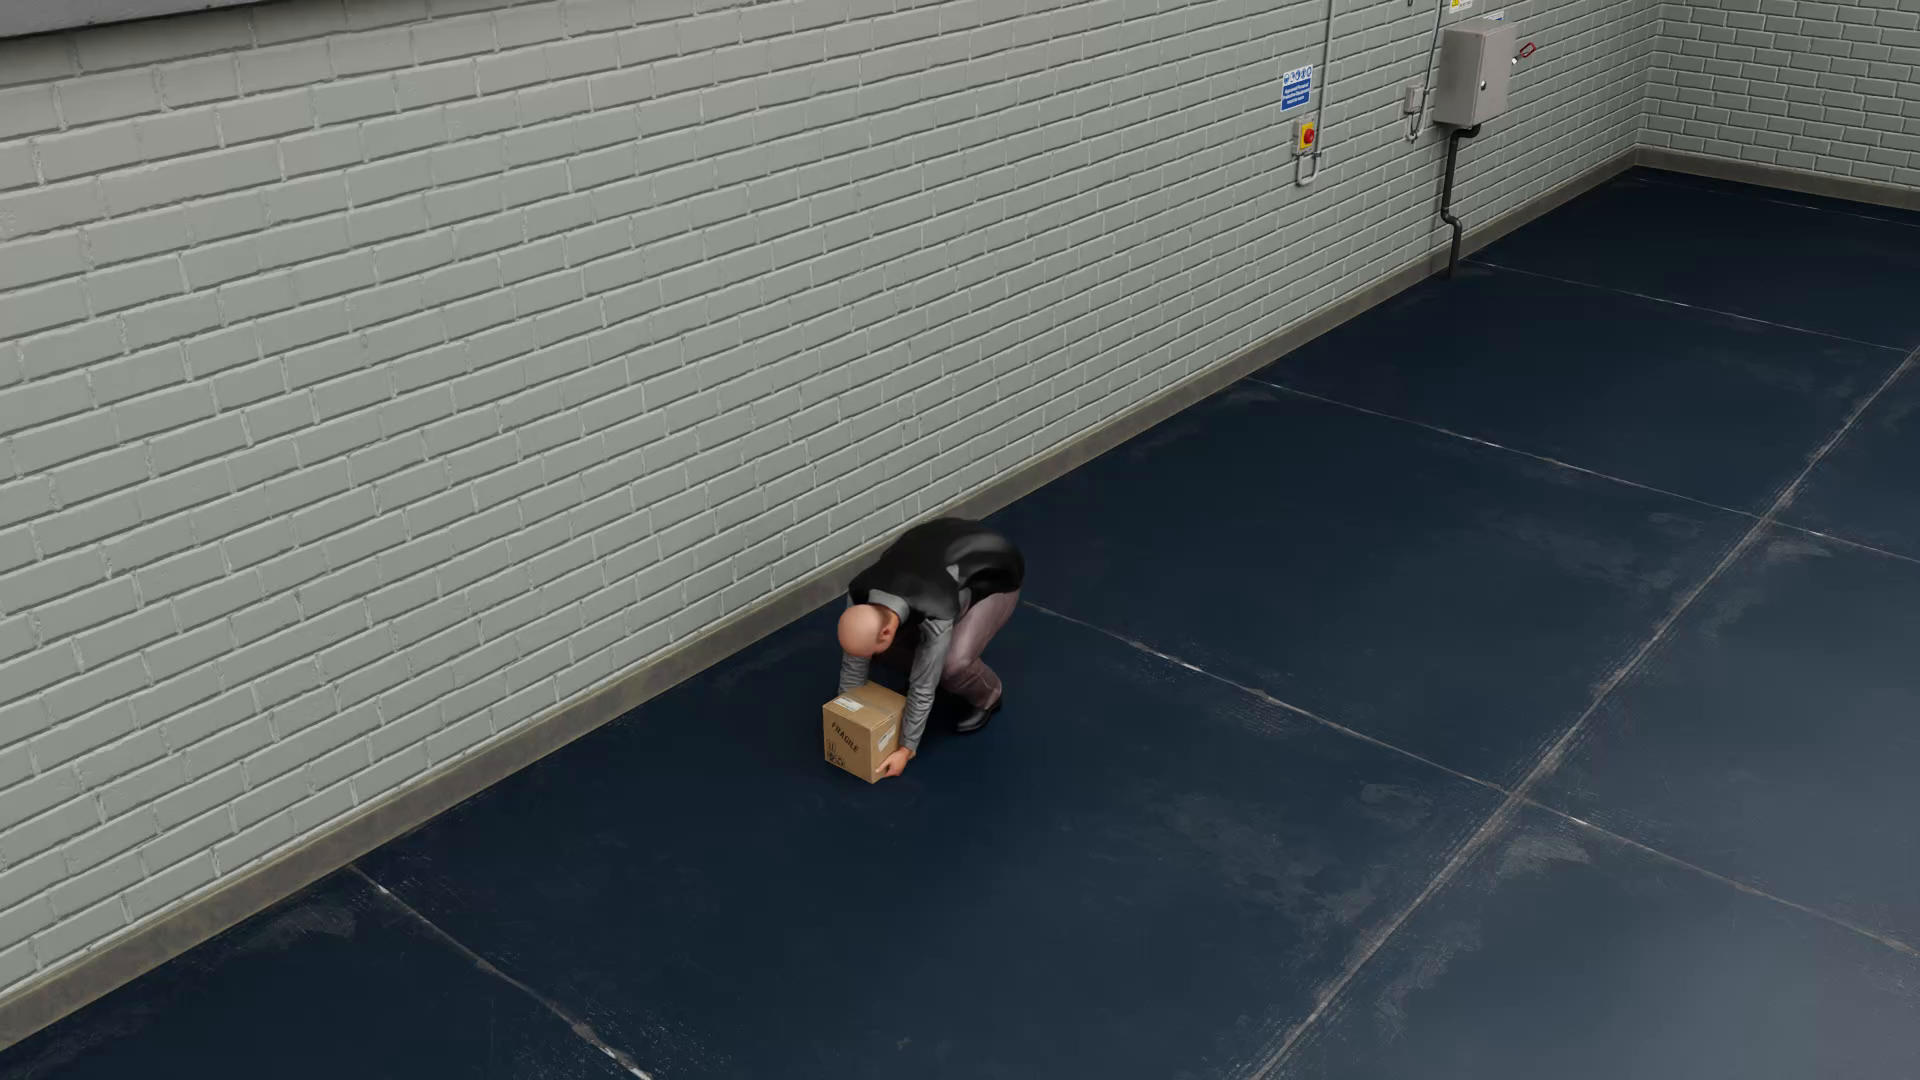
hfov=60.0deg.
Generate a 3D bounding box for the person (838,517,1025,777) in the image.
[{"bbox_3d":[-0.141,0.396,6.428,0.508,0.794,0.935,20,33,33],"label":"person"}]
